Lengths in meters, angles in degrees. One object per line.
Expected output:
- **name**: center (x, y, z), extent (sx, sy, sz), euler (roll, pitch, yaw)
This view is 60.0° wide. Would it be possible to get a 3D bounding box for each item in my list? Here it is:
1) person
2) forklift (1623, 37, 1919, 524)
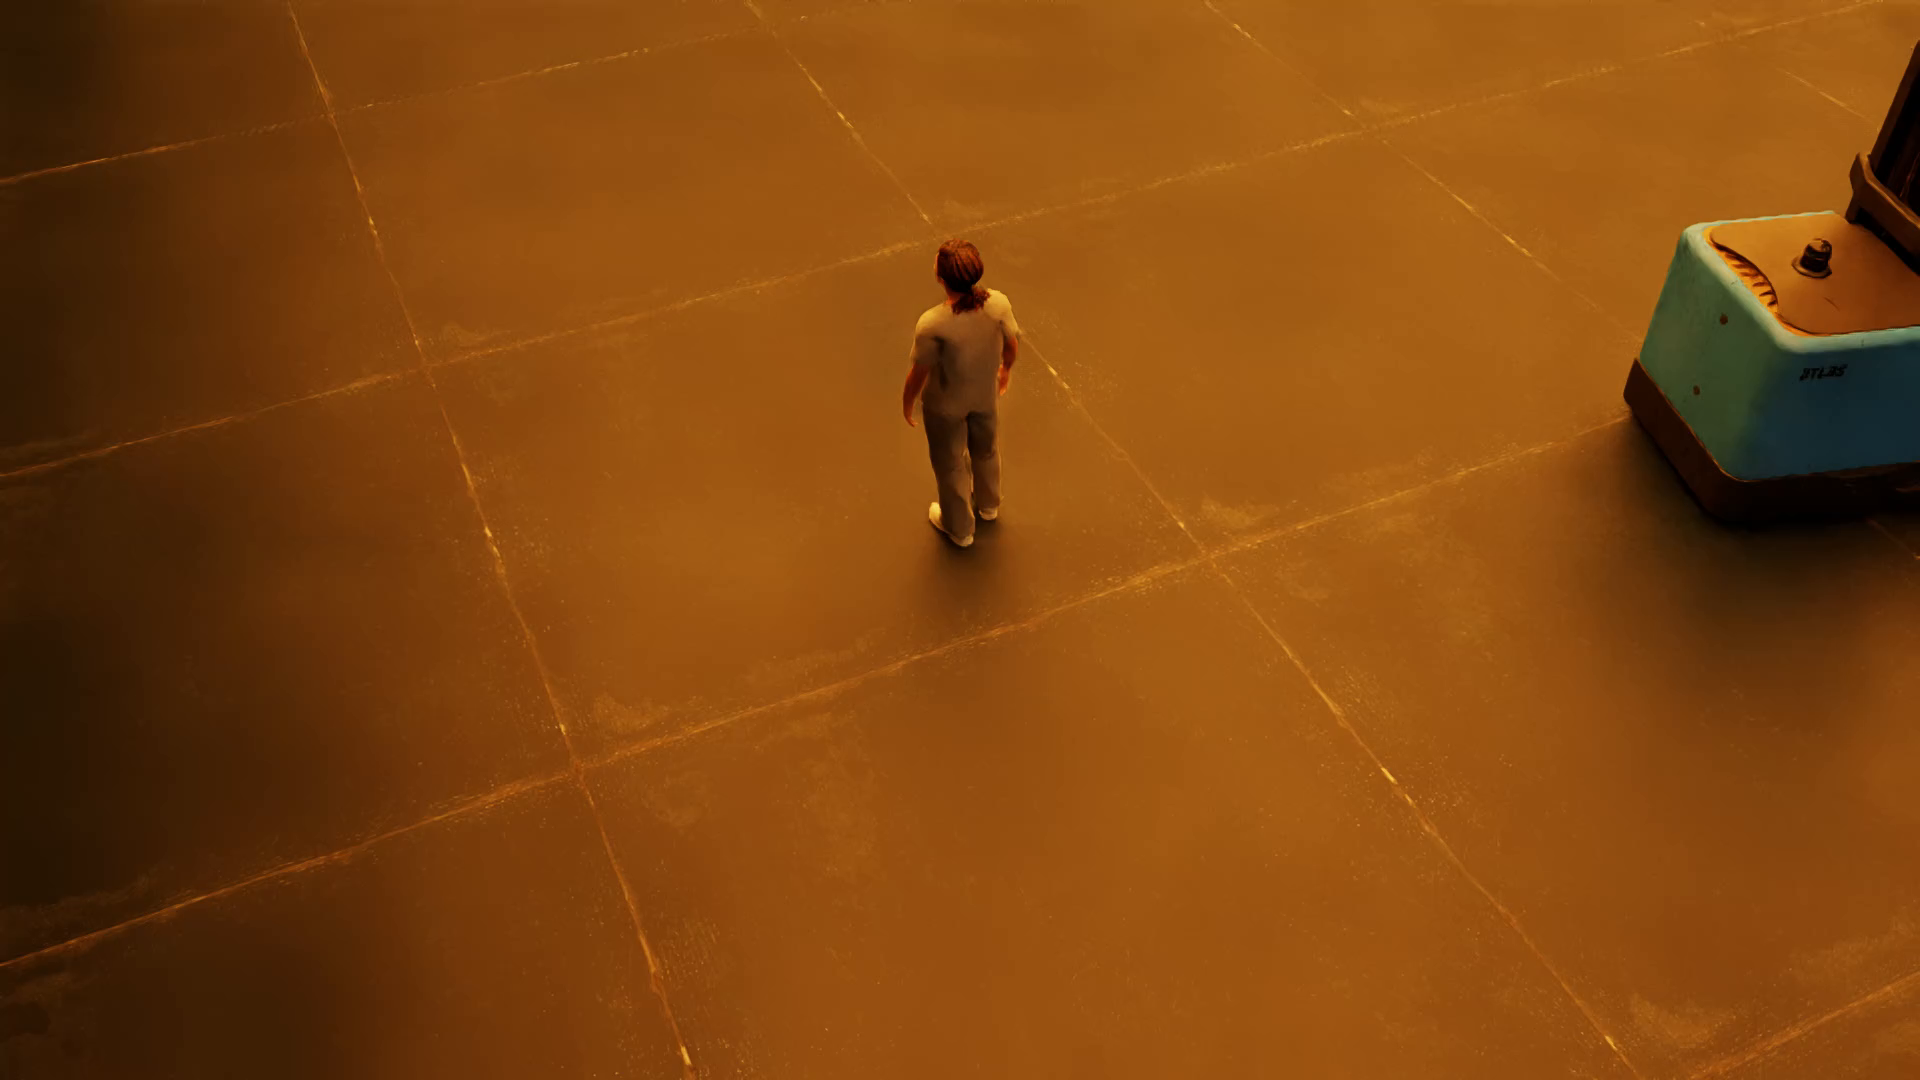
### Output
- **person**: center (-0.019, -0.667, 7.305), extent (0.550, 1.674, 0.548), euler (-18, 46, -18)
- **forklift**: center (4.958, -1.621, 7.417), extent (3.031, 2.935, 1.130), euler (-6, 43, -7)
